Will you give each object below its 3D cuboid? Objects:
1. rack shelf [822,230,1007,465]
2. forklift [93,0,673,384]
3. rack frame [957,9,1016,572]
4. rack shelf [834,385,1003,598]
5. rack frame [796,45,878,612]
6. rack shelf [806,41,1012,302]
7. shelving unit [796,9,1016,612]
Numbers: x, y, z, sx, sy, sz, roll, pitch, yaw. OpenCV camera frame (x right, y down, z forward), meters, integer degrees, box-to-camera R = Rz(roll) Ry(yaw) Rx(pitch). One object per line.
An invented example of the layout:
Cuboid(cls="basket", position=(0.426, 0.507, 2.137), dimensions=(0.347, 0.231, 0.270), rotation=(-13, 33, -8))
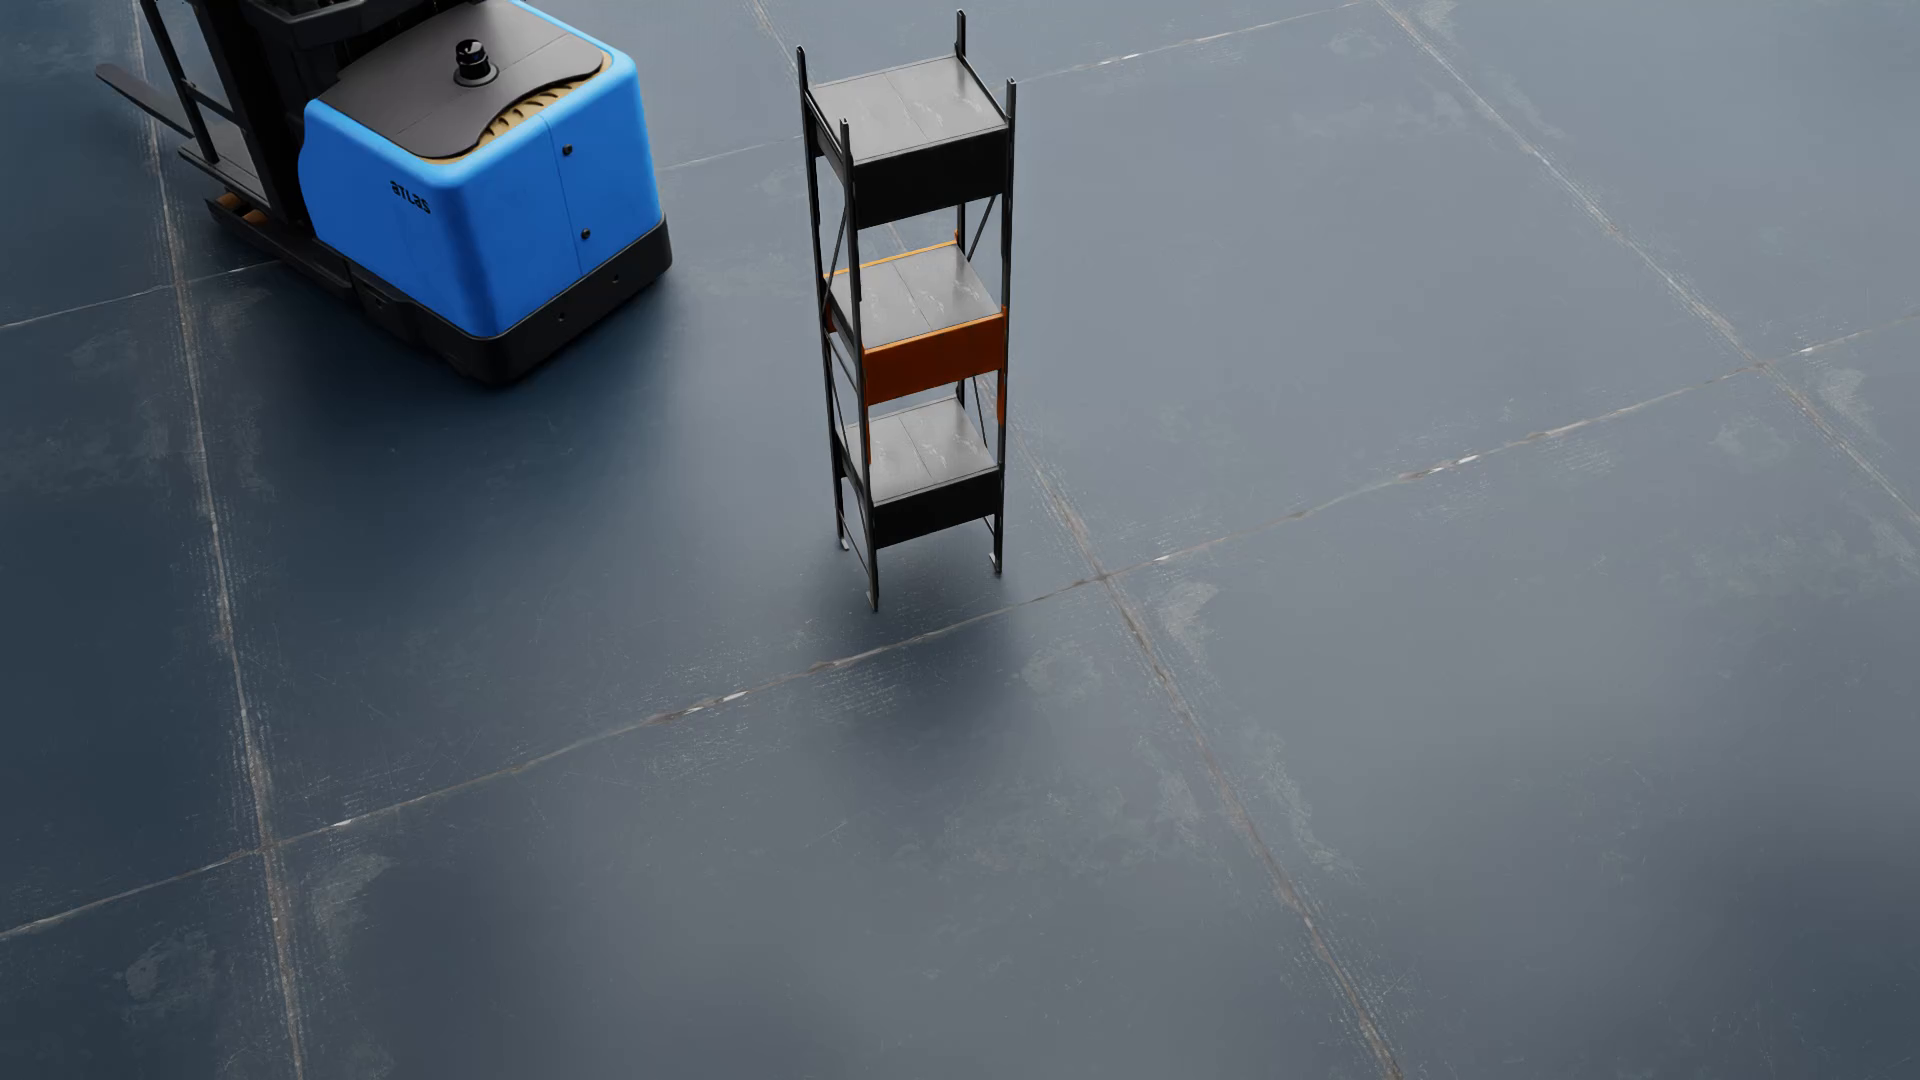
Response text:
Cuboid(cls="rack shelf", position=(-0.153, -0.628, 5.423), dimensions=(0.480, 0.518, 0.431), rotation=(-17, 52, -14))
Cuboid(cls="forklift", position=(-2.712, -2.528, 6.489), dimensions=(3.031, 2.935, 1.130), rotation=(31, 56, 24))
Cuboid(cls="rack frame", position=(0.073, -0.707, 5.473), dimensions=(0.015, 2.100, 0.400), rotation=(-17, 52, -14))
Cuboid(cls="rack shelf", position=(-0.153, -0.172, 5.954), dimensions=(0.480, 0.518, 0.431), rotation=(-17, 52, -14))
Cuboid(cls="rack frame", position=(-0.379, -0.567, 5.353), dimensions=(0.015, 2.100, 0.400), rotation=(-17, 52, -14))
Cuboid(cls="rack shelf", position=(-0.153, -1.084, 4.892), dimensions=(0.480, 0.518, 0.431), rotation=(-17, 52, -14))
Cuboid(cls="shelving unit", position=(-0.153, -0.637, 5.413), dimensions=(0.503, 2.100, 0.431), rotation=(-17, 52, -14))
